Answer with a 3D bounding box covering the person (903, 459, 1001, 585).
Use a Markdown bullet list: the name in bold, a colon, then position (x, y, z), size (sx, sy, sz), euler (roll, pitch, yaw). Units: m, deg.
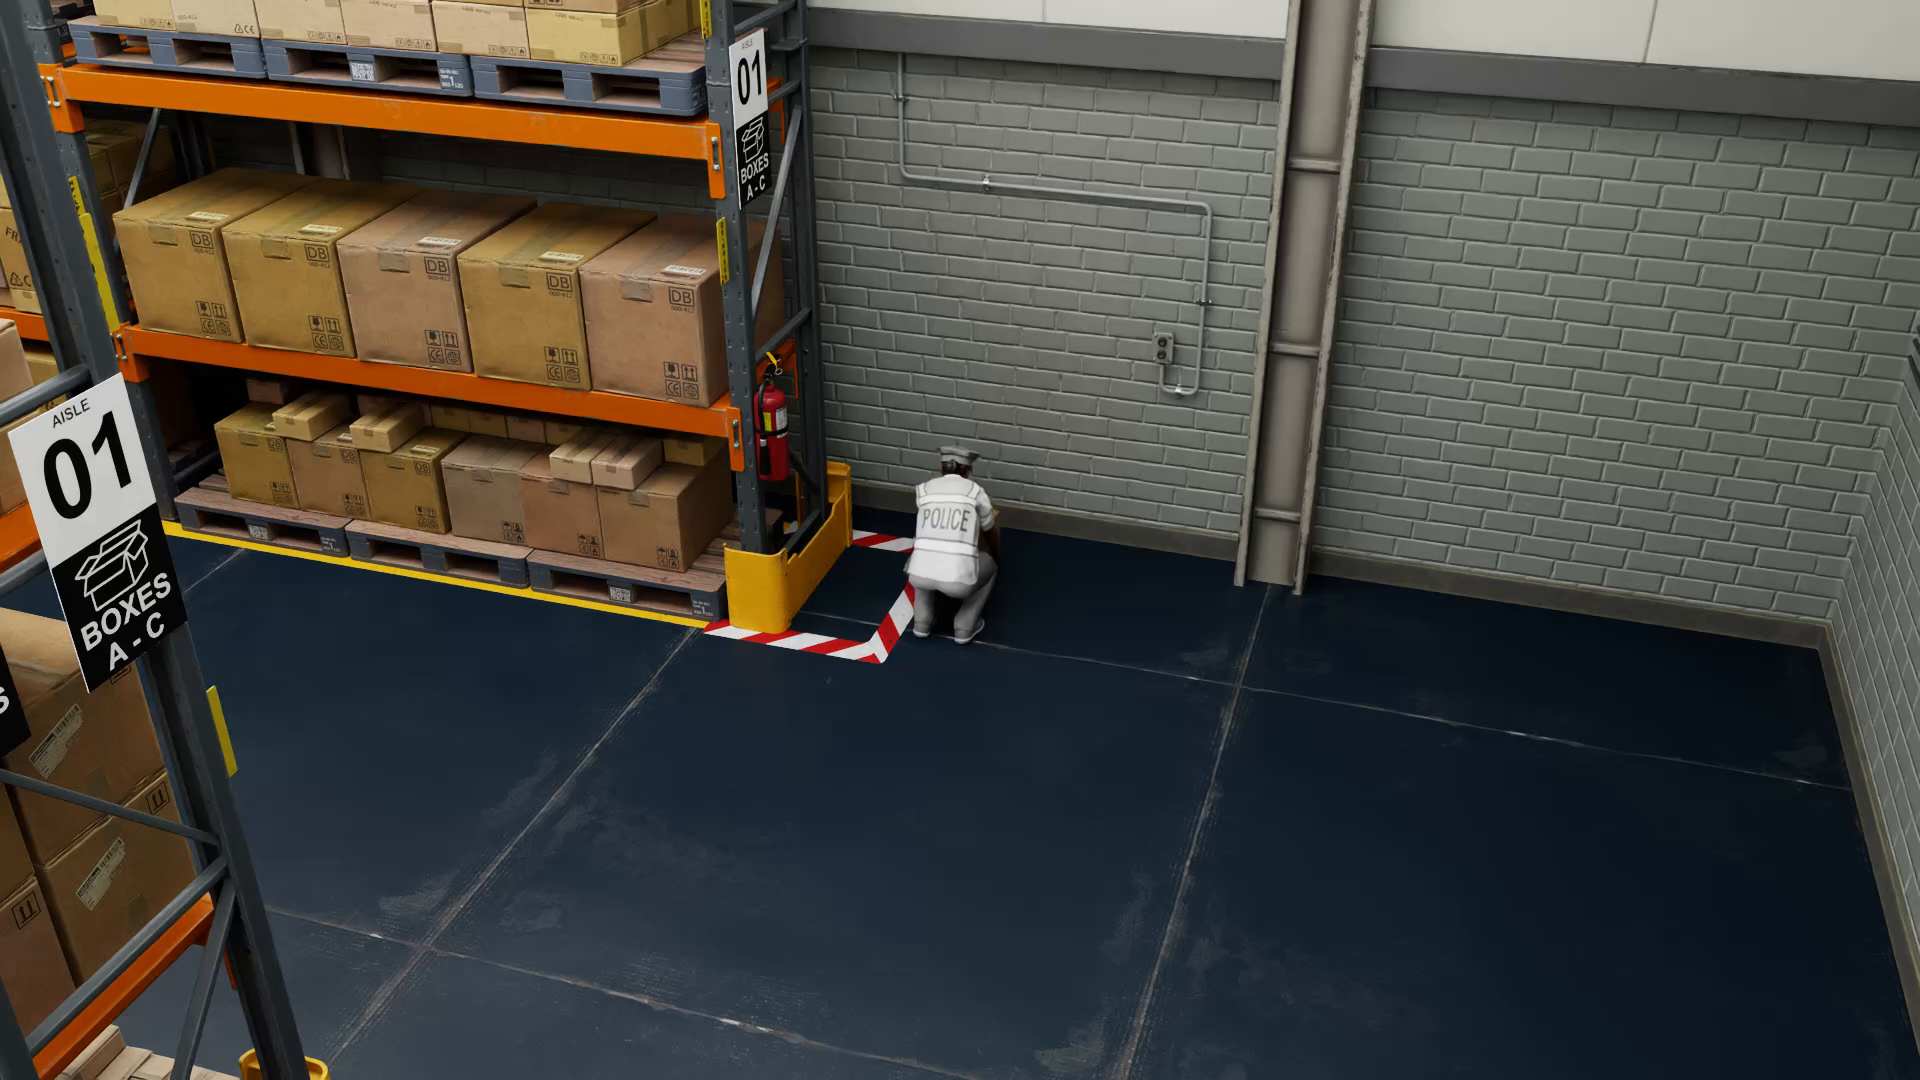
- **person**: position (-0.041, -0.054, 9.166), size (0.446, 0.762, 0.871), euler (8, 30, 14)
